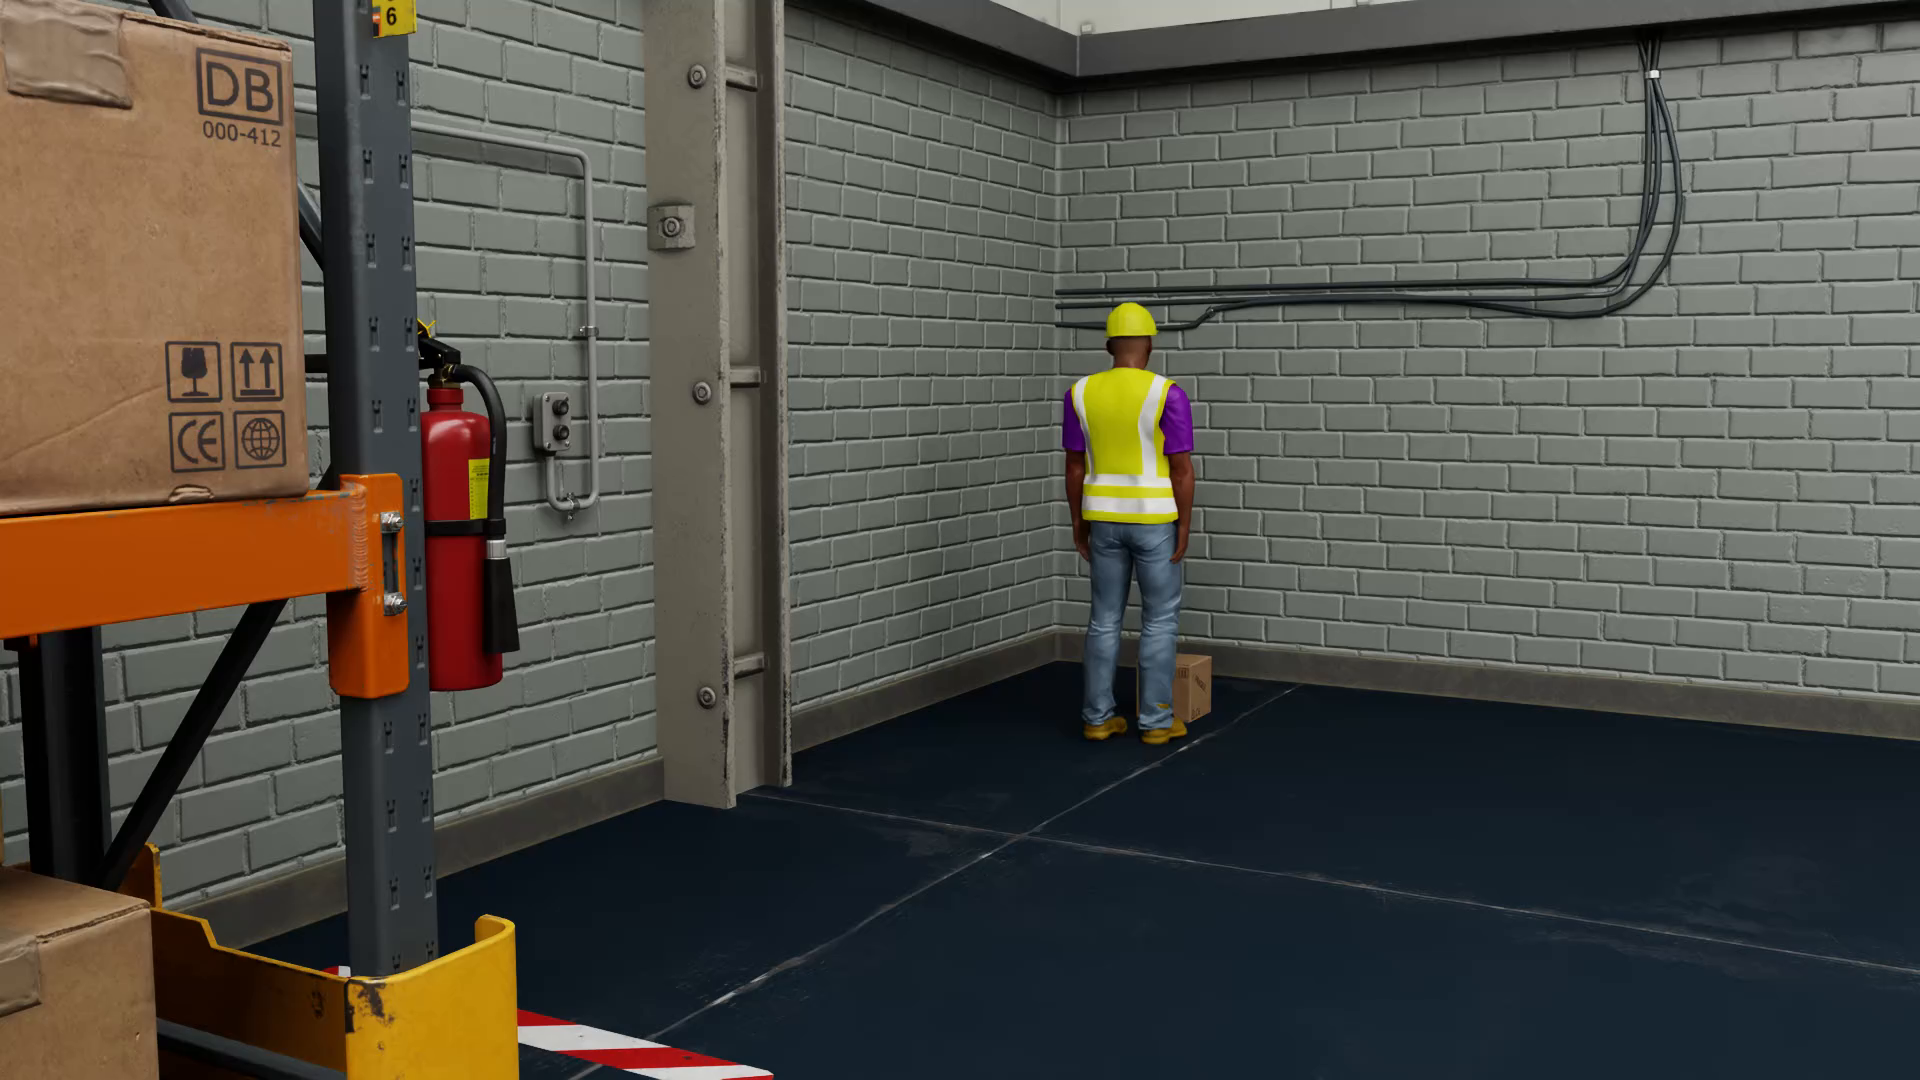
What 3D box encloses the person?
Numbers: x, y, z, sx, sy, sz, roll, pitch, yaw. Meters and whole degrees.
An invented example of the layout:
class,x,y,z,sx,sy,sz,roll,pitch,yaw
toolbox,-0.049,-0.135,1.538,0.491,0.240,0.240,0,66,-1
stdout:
class,x,y,z,sx,sy,sz,roll,pitch,yaw
person,0.693,-0.068,6.731,0.562,1.766,0.367,3,7,30
